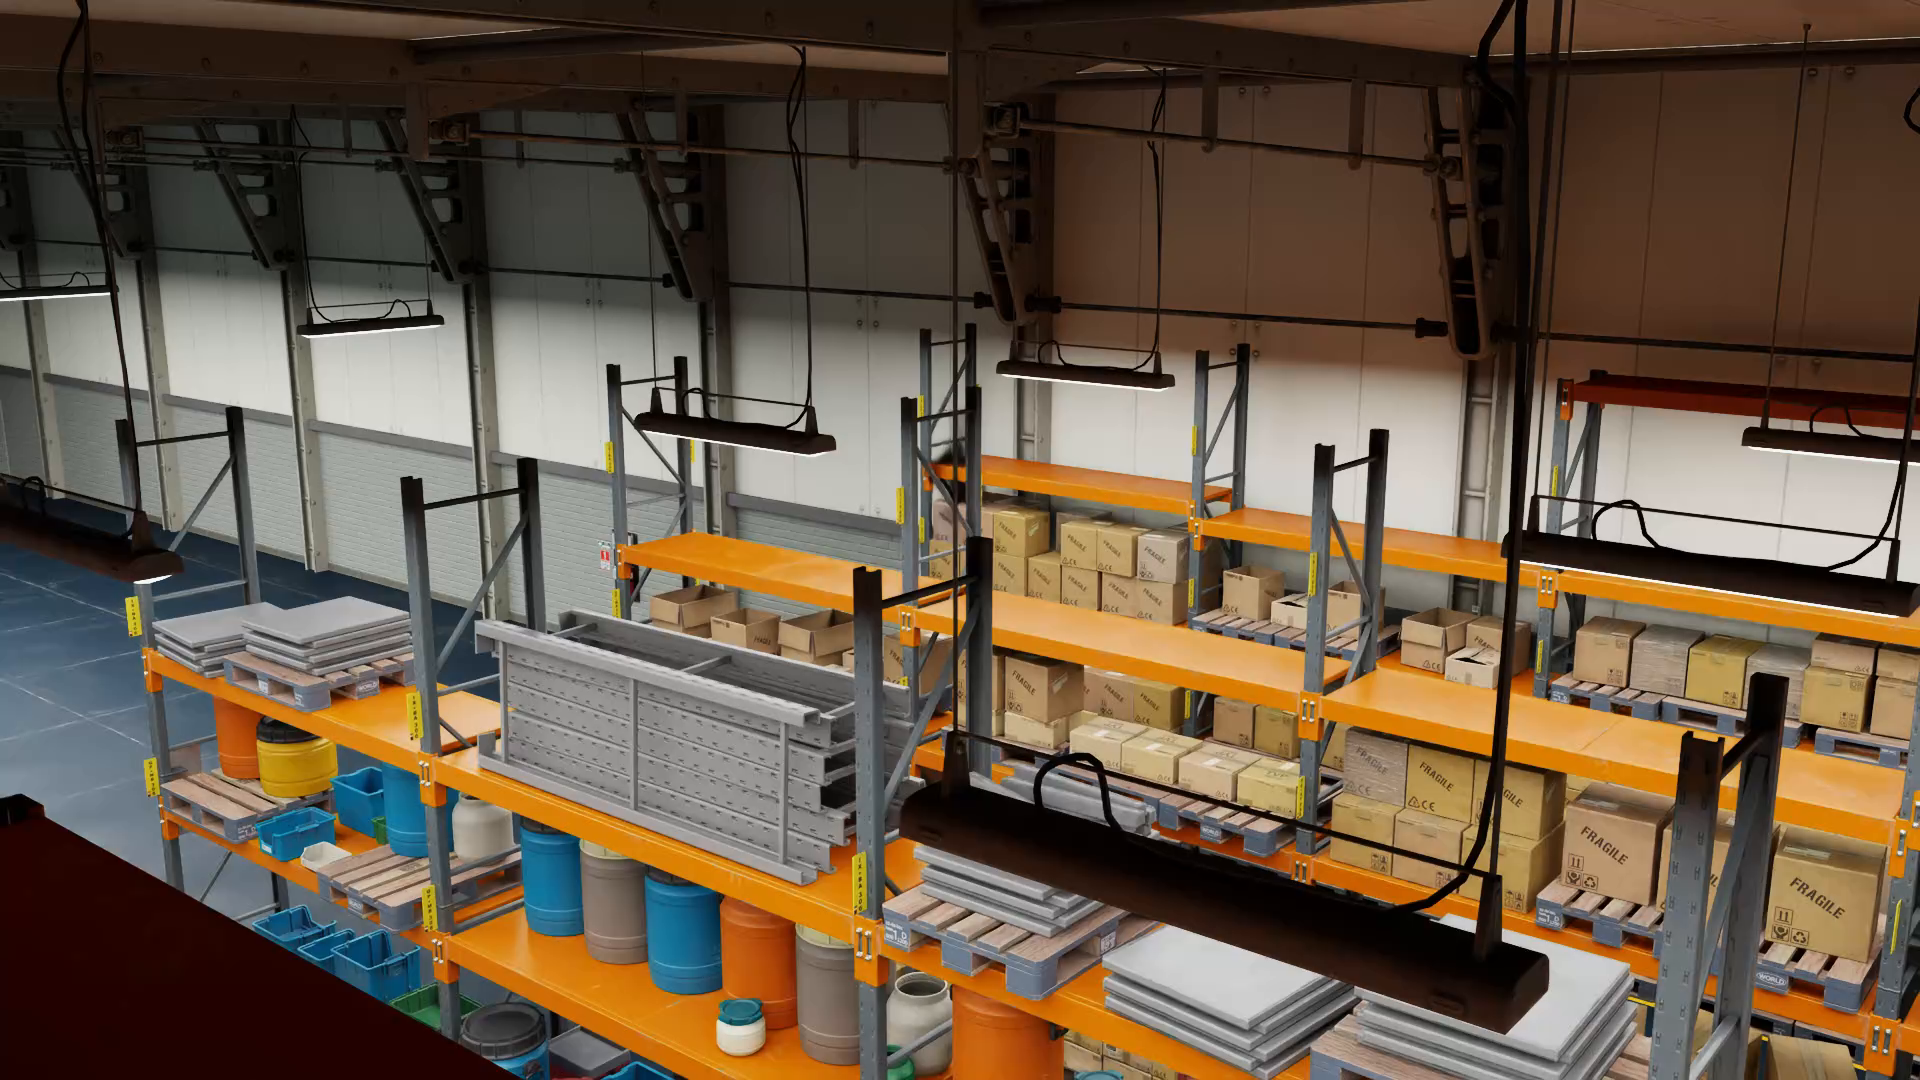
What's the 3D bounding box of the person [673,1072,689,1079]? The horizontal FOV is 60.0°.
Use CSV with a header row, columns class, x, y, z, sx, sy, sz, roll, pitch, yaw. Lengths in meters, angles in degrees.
class,x,y,z,sx,sy,sz,roll,pitch,yaw
person,-2.215,4.184,13.717,0.696,1.718,0.809,-10,16,-37
